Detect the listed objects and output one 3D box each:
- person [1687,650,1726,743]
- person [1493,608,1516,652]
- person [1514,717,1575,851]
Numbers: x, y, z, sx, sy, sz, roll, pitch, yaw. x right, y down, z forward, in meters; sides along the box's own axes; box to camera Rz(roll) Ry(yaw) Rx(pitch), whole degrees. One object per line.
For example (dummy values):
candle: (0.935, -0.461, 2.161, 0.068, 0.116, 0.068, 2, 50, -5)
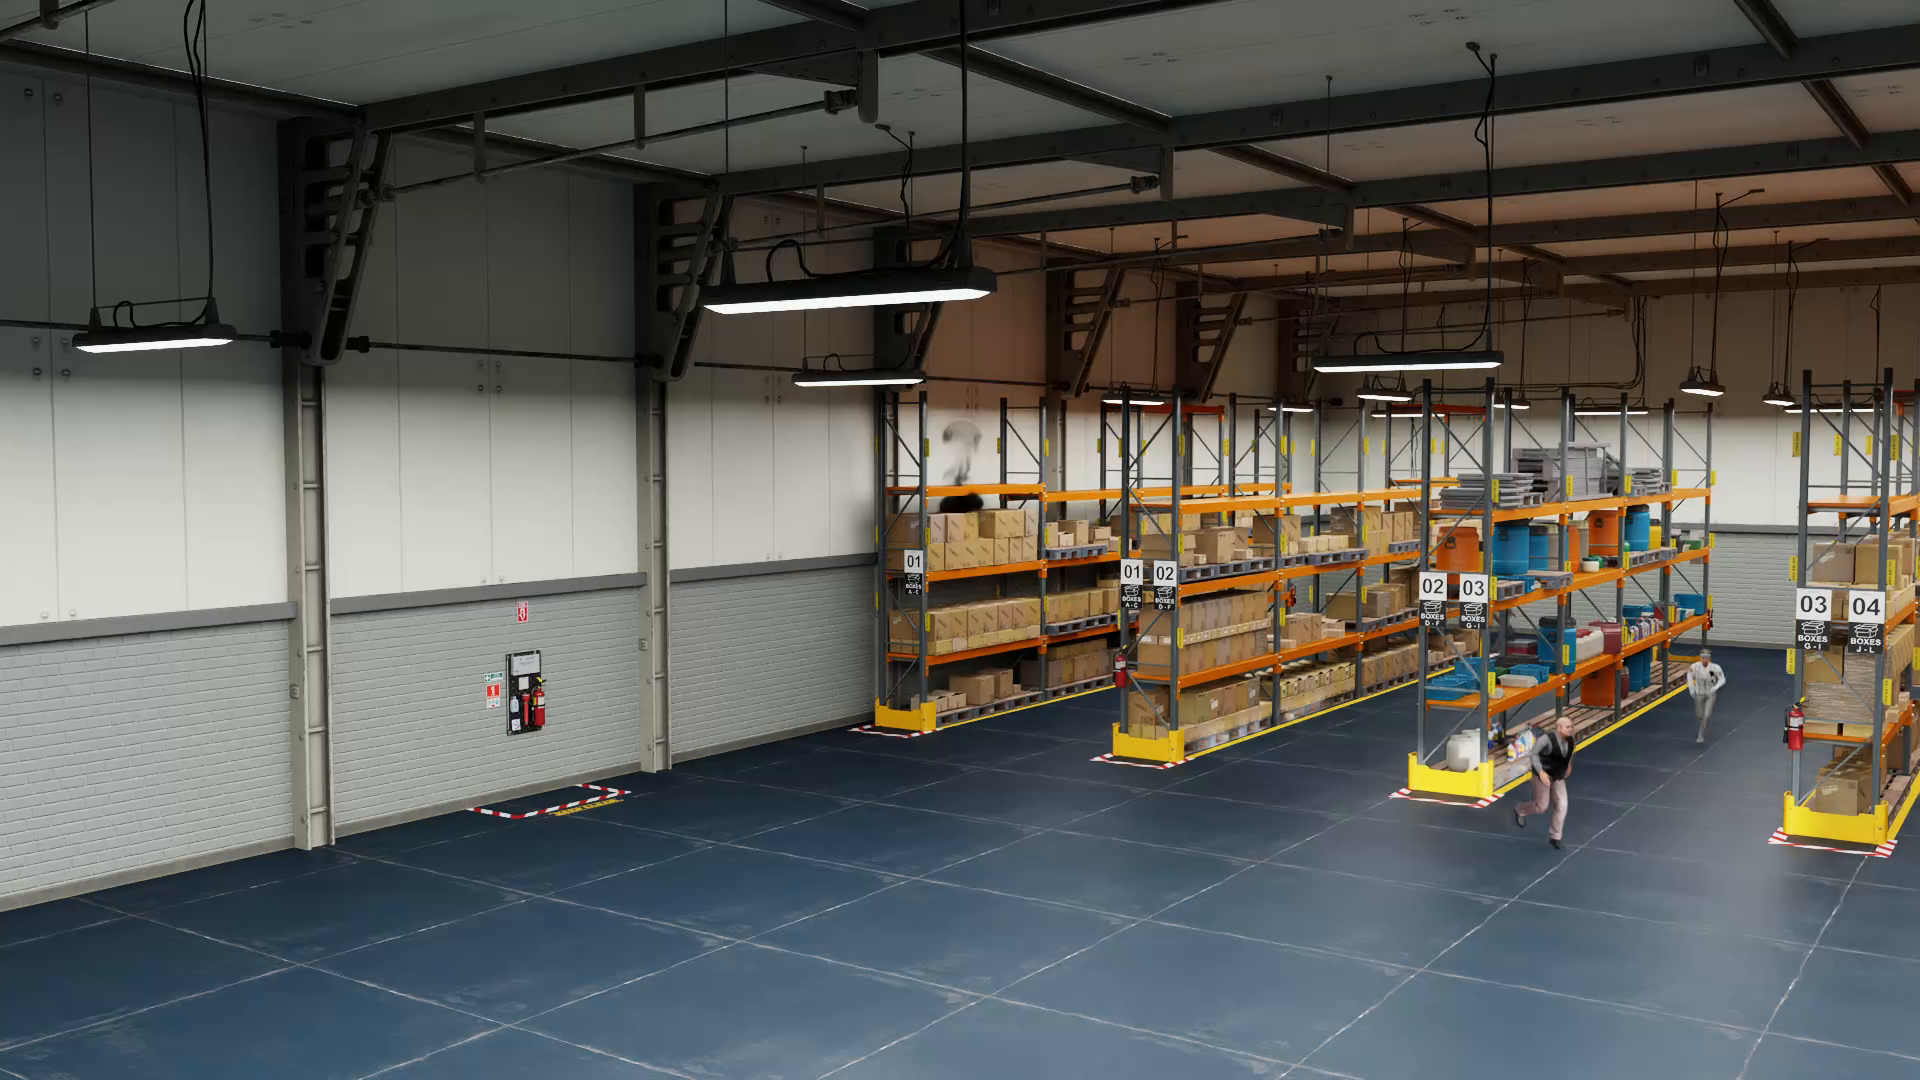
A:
person: (12.721, 2.647, 28.366, 0.611, 1.619, 0.731, 2, 4, 27)
person: (13.194, 1.960, 40.383, 0.666, 1.641, 0.641, -3, 4, -44)
person: (7.402, 3.028, 21.068, 0.673, 1.679, 0.946, -2, 4, -26)
